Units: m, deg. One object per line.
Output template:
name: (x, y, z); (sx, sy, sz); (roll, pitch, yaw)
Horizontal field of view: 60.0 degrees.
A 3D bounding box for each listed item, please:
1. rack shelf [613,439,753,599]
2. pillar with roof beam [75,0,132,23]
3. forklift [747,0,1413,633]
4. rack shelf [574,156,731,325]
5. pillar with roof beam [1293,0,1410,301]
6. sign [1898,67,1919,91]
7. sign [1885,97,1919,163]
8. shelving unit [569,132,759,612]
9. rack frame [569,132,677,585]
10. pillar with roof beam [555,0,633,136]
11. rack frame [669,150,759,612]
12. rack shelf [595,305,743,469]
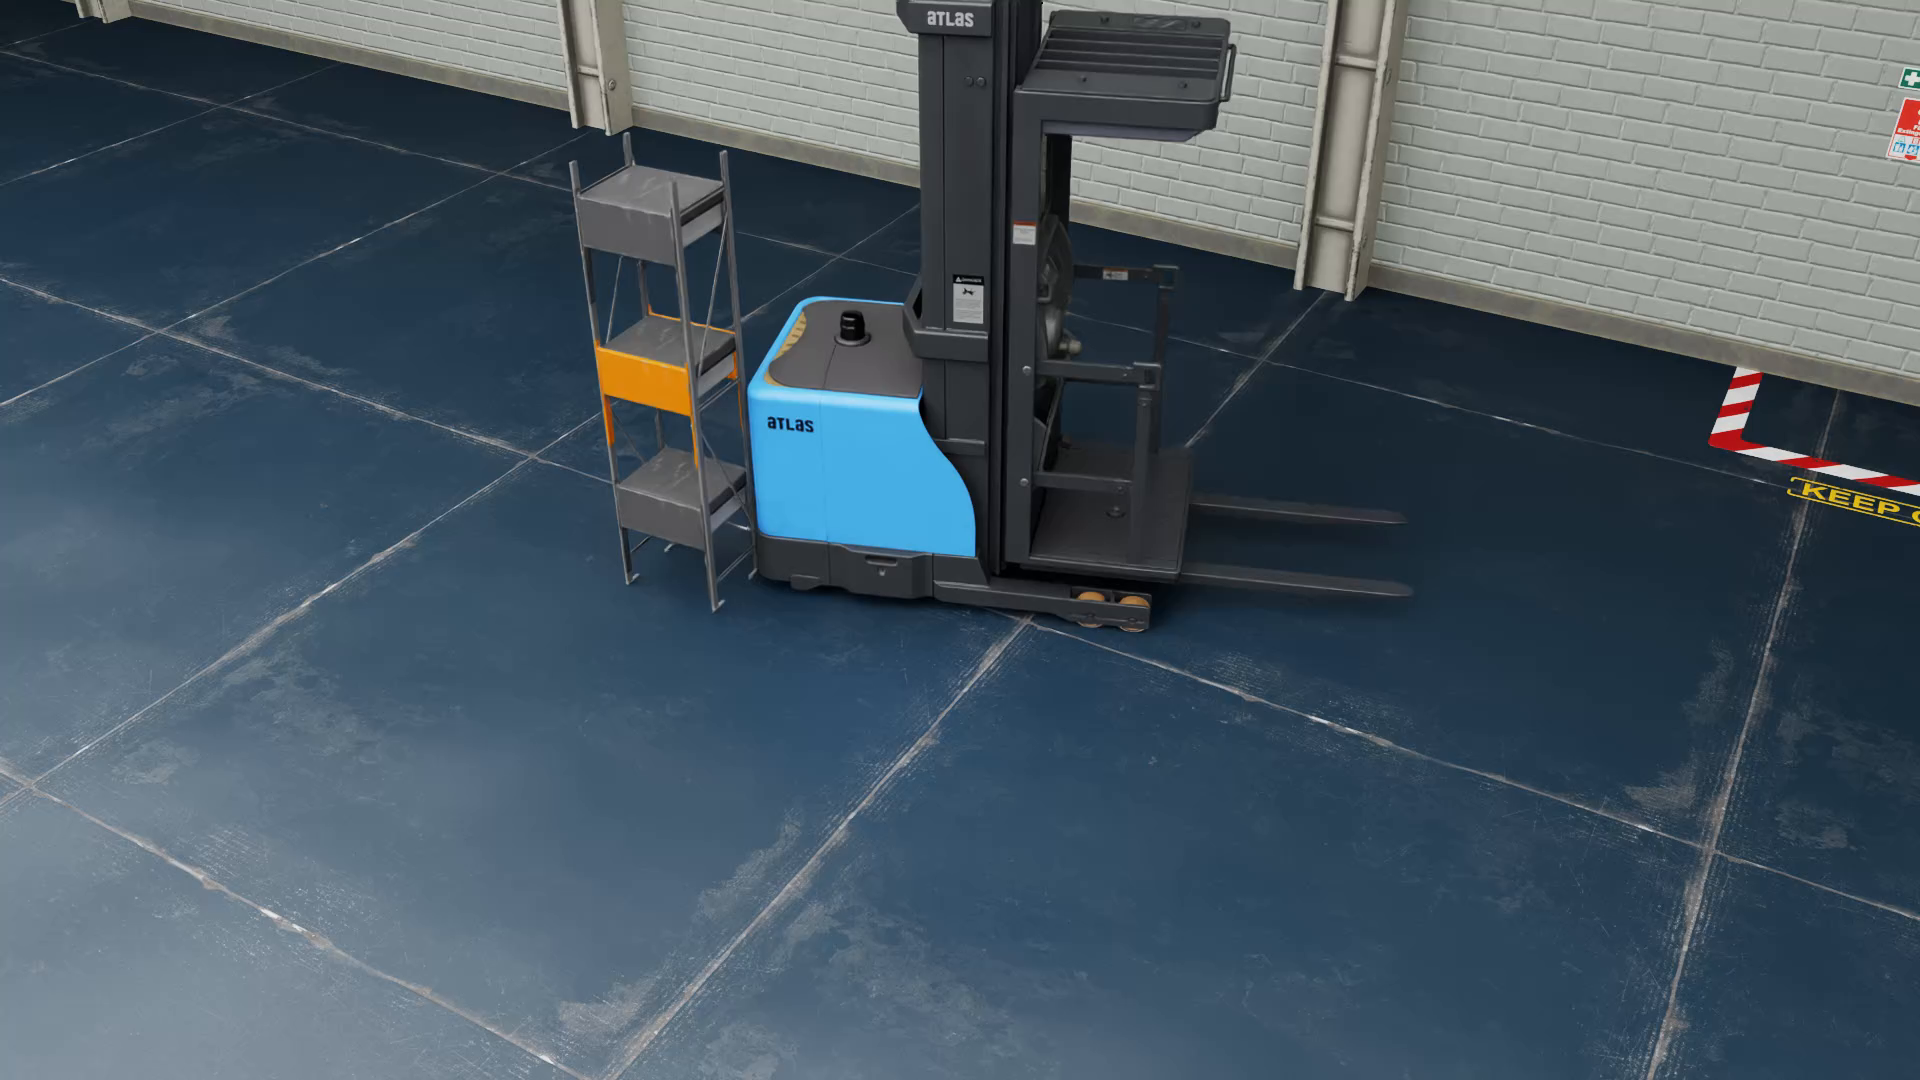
rack shelf: (-1.278, -0.104, 7.800); (0.480, 0.518, 0.431); (15, 37, 22)
pillar with roof beam: (-10.169, -6.609, 10.056); (0.400, 9.000, 9.100); (18, 37, 24)
forklift: (0.606, -1.117, 7.282); (3.031, 2.935, 1.130); (6, 34, 9)
rack shelf: (-1.278, -1.270, 7.024); (0.480, 0.518, 0.431); (15, 37, 22)
pillar with roof beam: (0.250, -3.309, 5.100); (0.400, 9.000, 9.100); (18, 37, 24)
sign: (5.039, -2.363, 8.582); (0.331, 0.109, 0.001); (18, 37, 24)
sign: (5.040, -2.148, 8.737); (0.234, 0.329, 0.001); (18, 37, 24)
shelving unit: (-1.278, -0.698, 7.404); (0.503, 2.100, 0.431); (15, 37, 22)
rack frame: (-1.497, -0.758, 7.494); (0.015, 2.100, 0.400); (15, 37, 22)
pillar with roof beam: (-4.959, -4.959, 7.578); (0.400, 9.000, 9.100); (18, 37, 24)
rack frame: (-1.059, -0.639, 7.315); (0.015, 2.100, 0.400); (15, 37, 22)
rack shelf: (-1.278, -0.687, 7.412); (0.480, 0.518, 0.431); (15, 37, 22)
